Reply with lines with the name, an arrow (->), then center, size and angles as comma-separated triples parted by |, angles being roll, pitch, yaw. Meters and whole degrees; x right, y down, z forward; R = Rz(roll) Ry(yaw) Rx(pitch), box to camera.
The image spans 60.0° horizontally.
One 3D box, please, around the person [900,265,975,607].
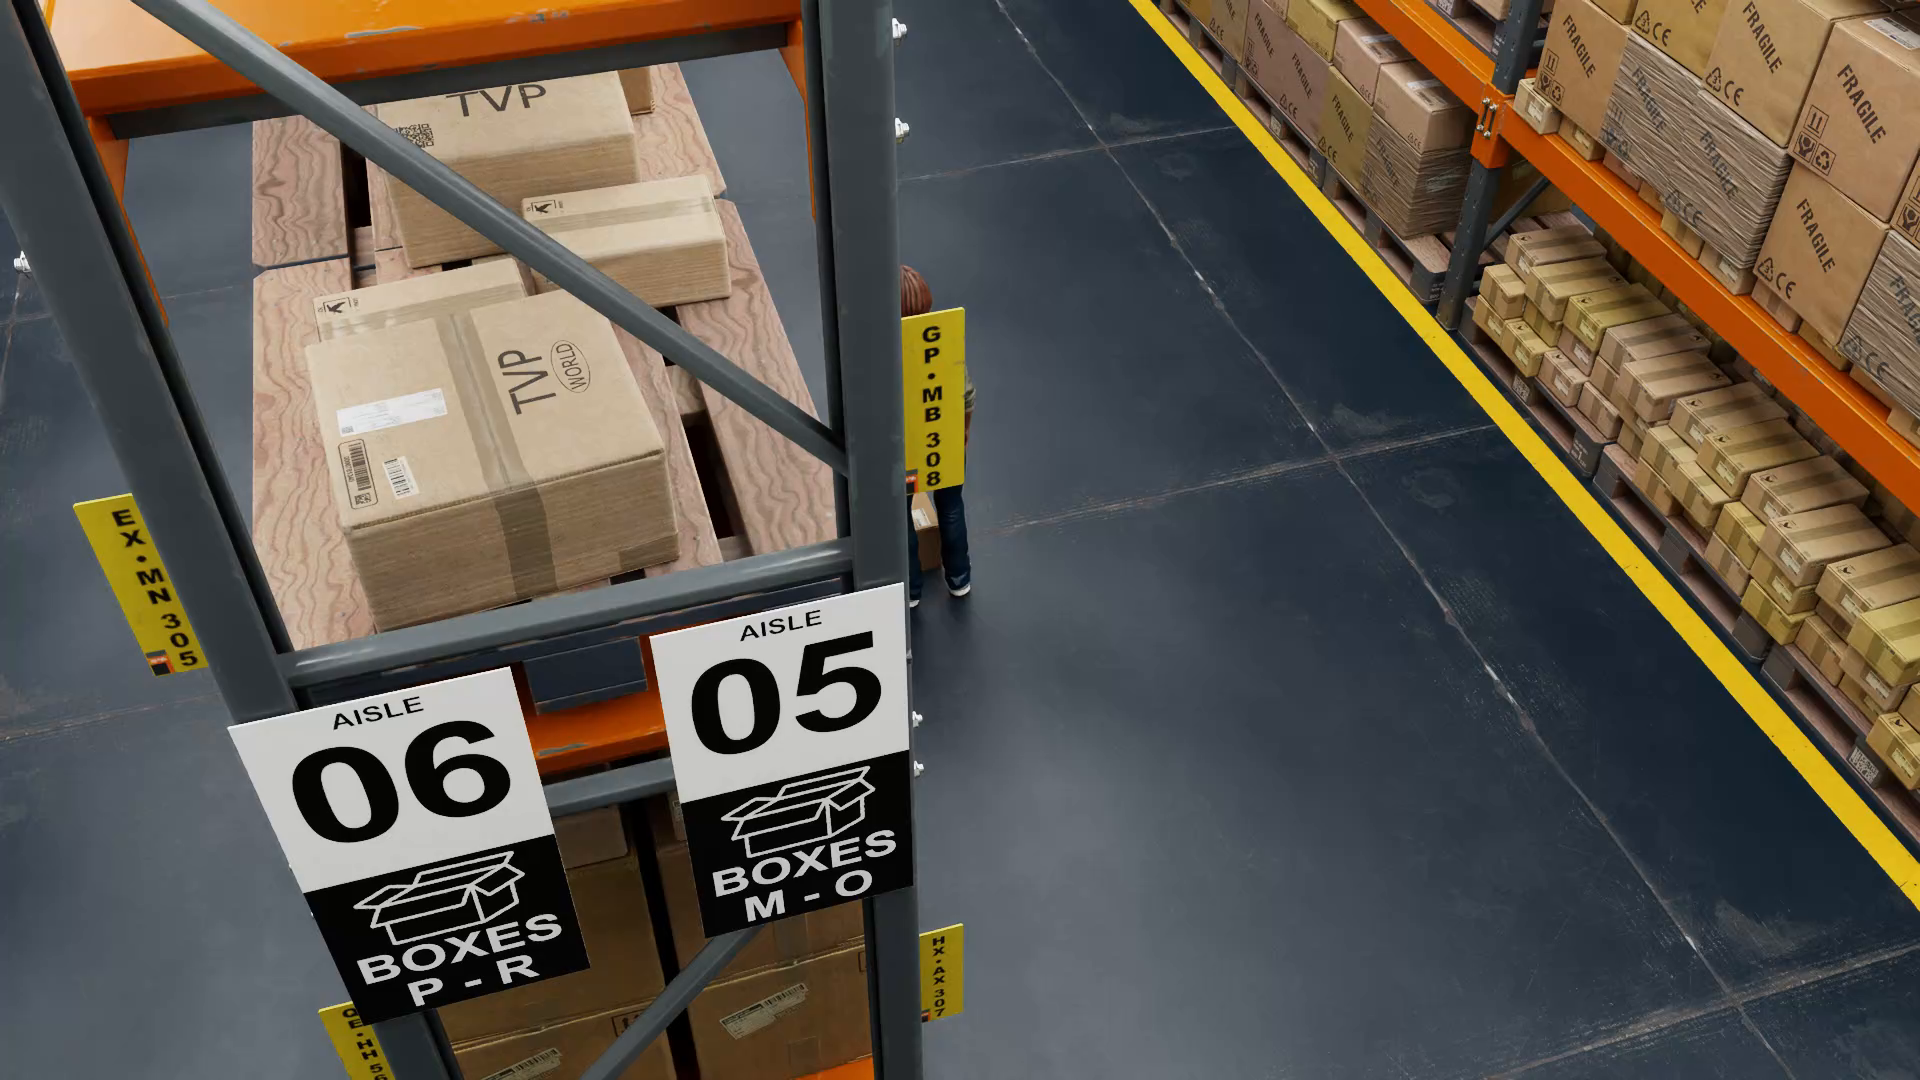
person -> -0.159, -0.367, 6.566 | 0.483, 1.592, 0.349 | -15, 45, -15
